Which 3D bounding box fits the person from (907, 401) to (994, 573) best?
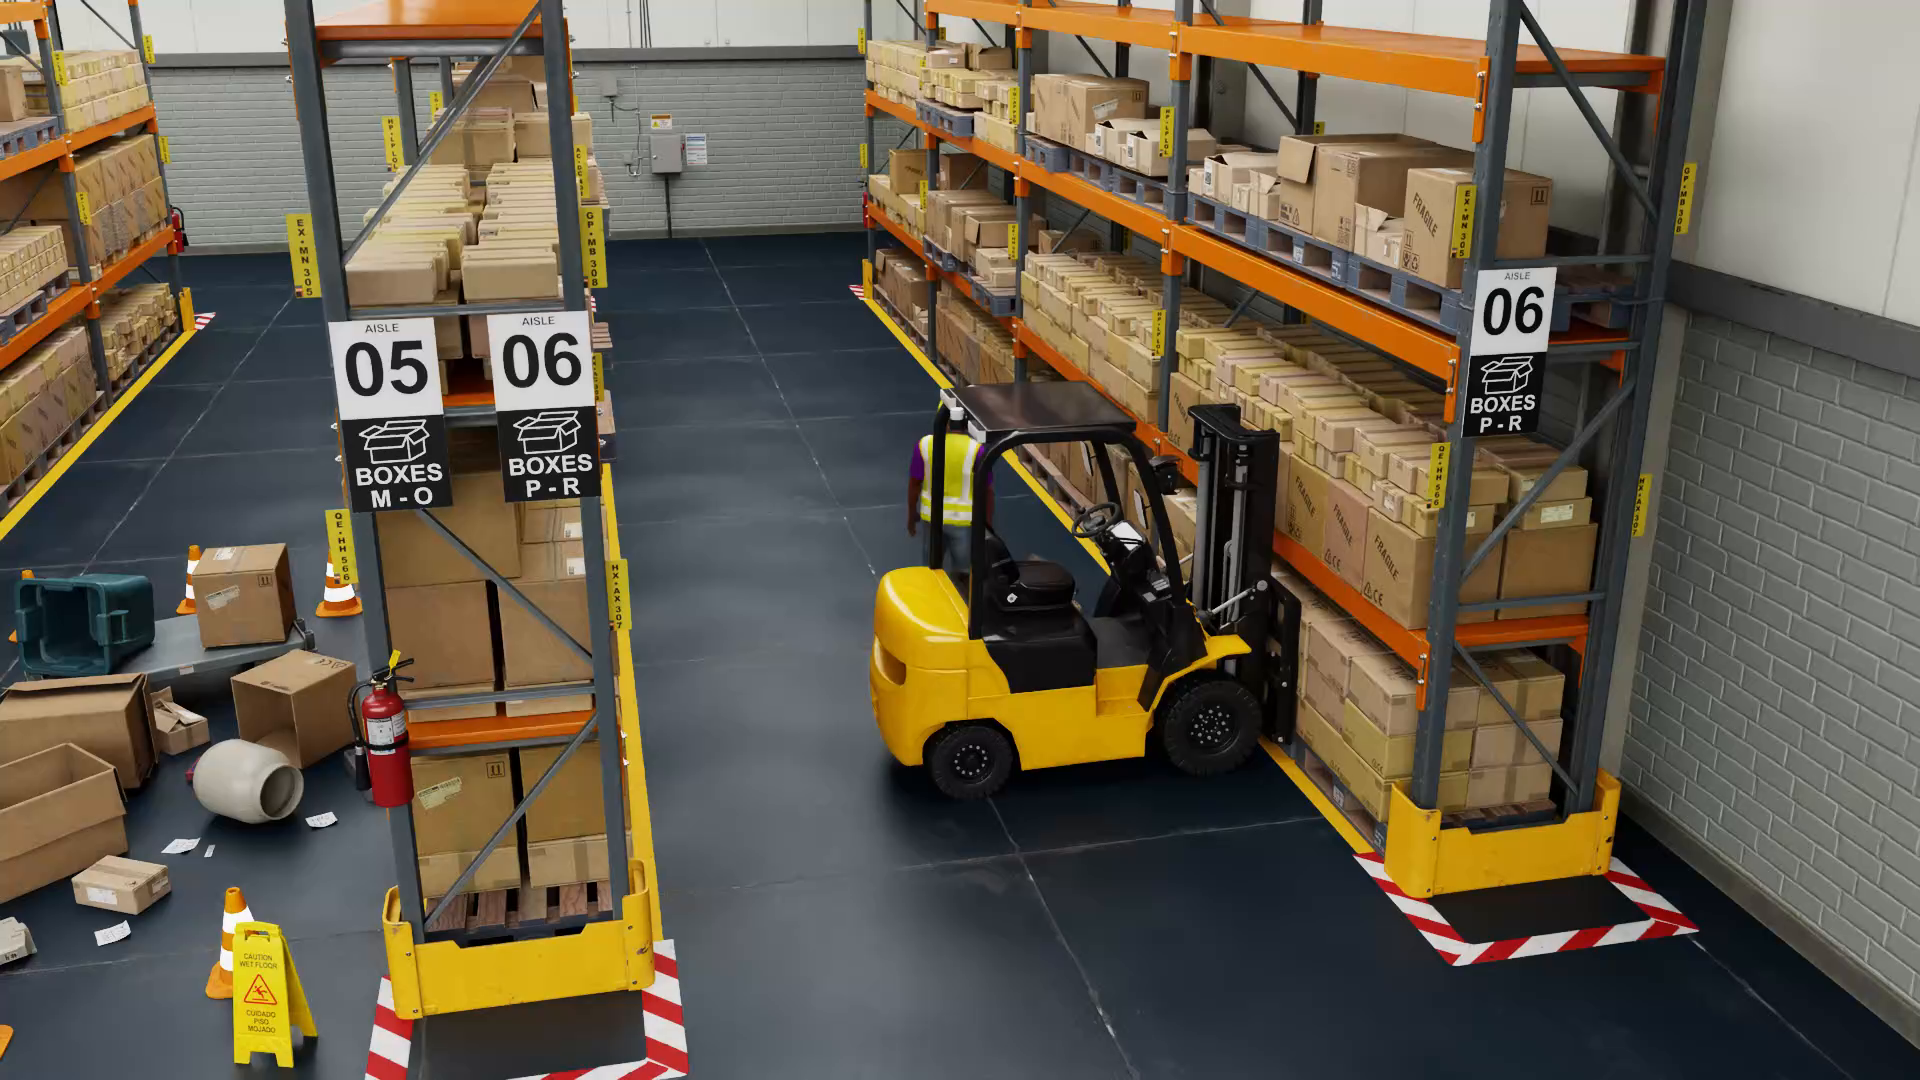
[{"bbox_3d":[-0.070,-0.143,11.369,0.677,1.764,0.463,7,21,19],"label":"person"}]
